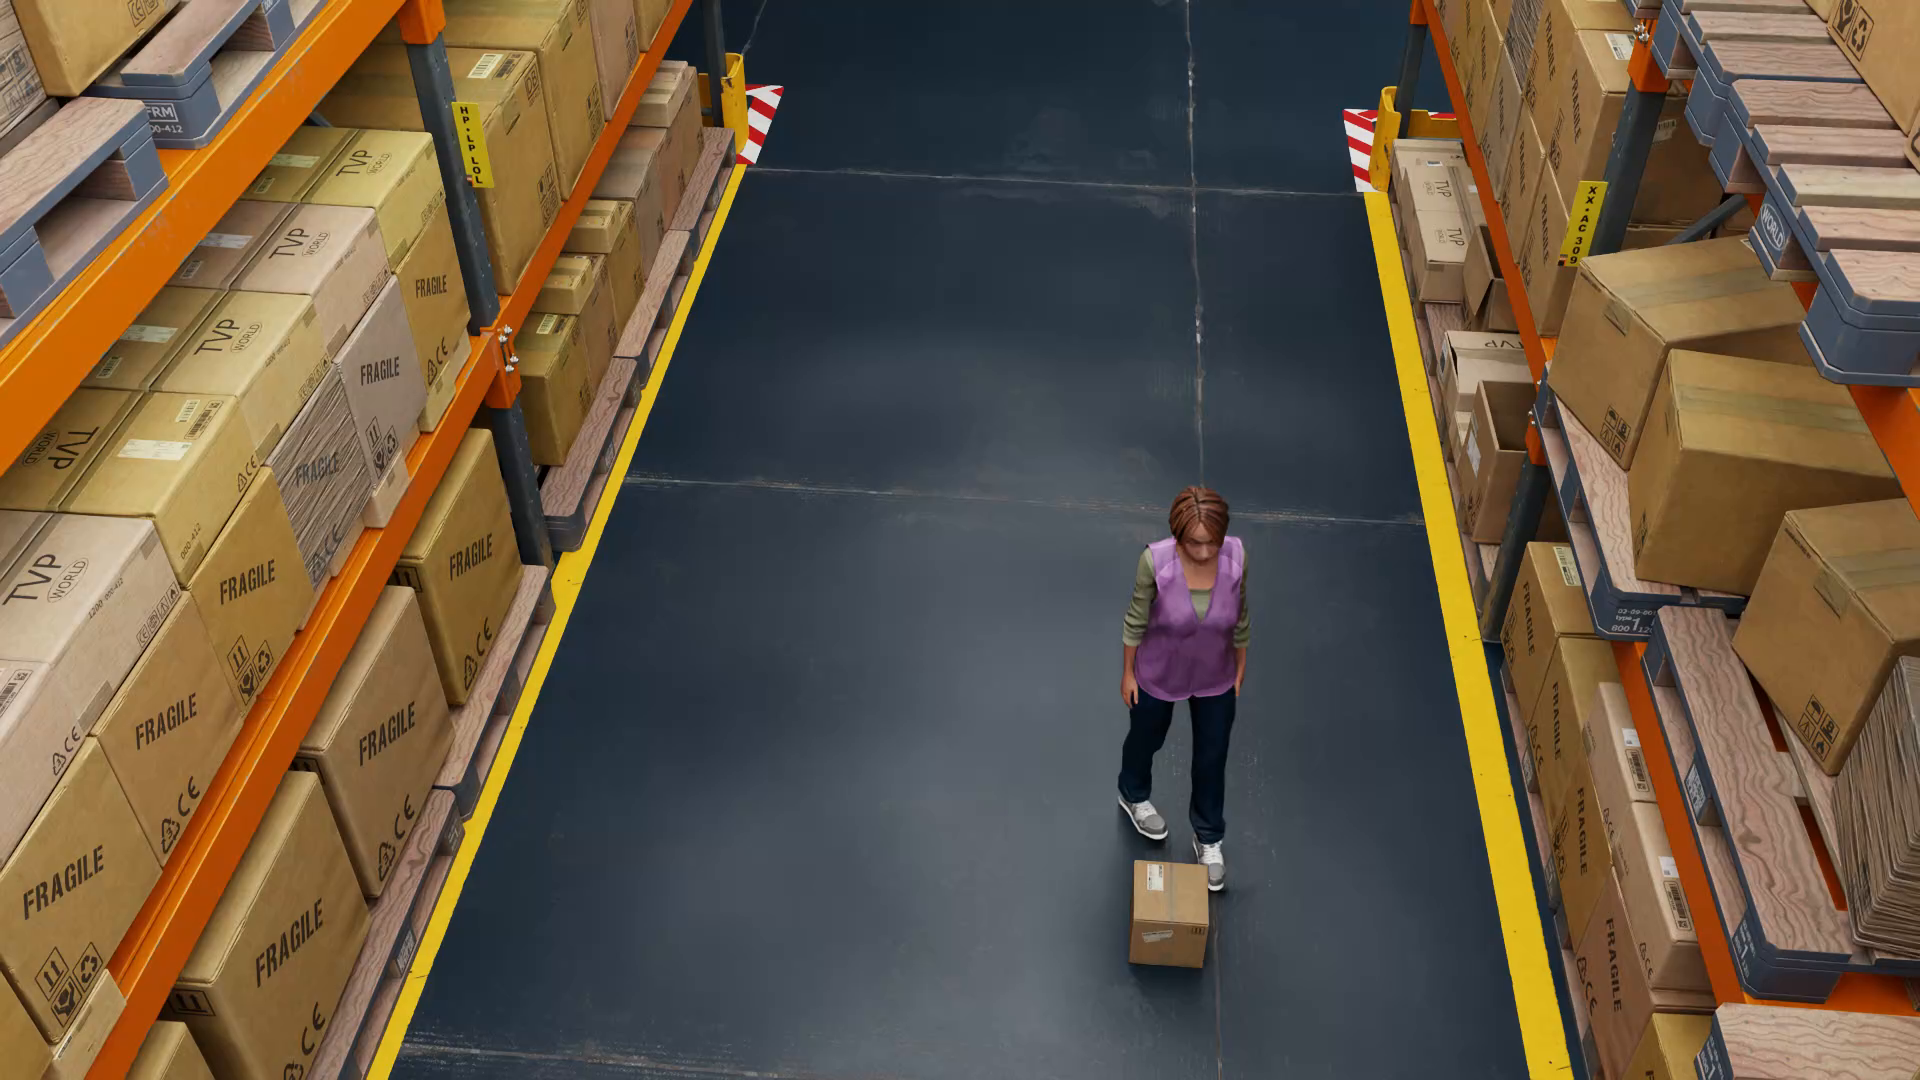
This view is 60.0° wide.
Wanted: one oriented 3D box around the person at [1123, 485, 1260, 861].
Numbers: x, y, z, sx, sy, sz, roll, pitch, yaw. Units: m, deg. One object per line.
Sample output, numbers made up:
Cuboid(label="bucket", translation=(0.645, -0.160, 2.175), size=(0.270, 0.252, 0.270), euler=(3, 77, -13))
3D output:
Cuboid(label="person", translation=(0.782, 0.472, 5.625), size=(0.405, 1.608, 0.313), euler=(4, 41, 5))
